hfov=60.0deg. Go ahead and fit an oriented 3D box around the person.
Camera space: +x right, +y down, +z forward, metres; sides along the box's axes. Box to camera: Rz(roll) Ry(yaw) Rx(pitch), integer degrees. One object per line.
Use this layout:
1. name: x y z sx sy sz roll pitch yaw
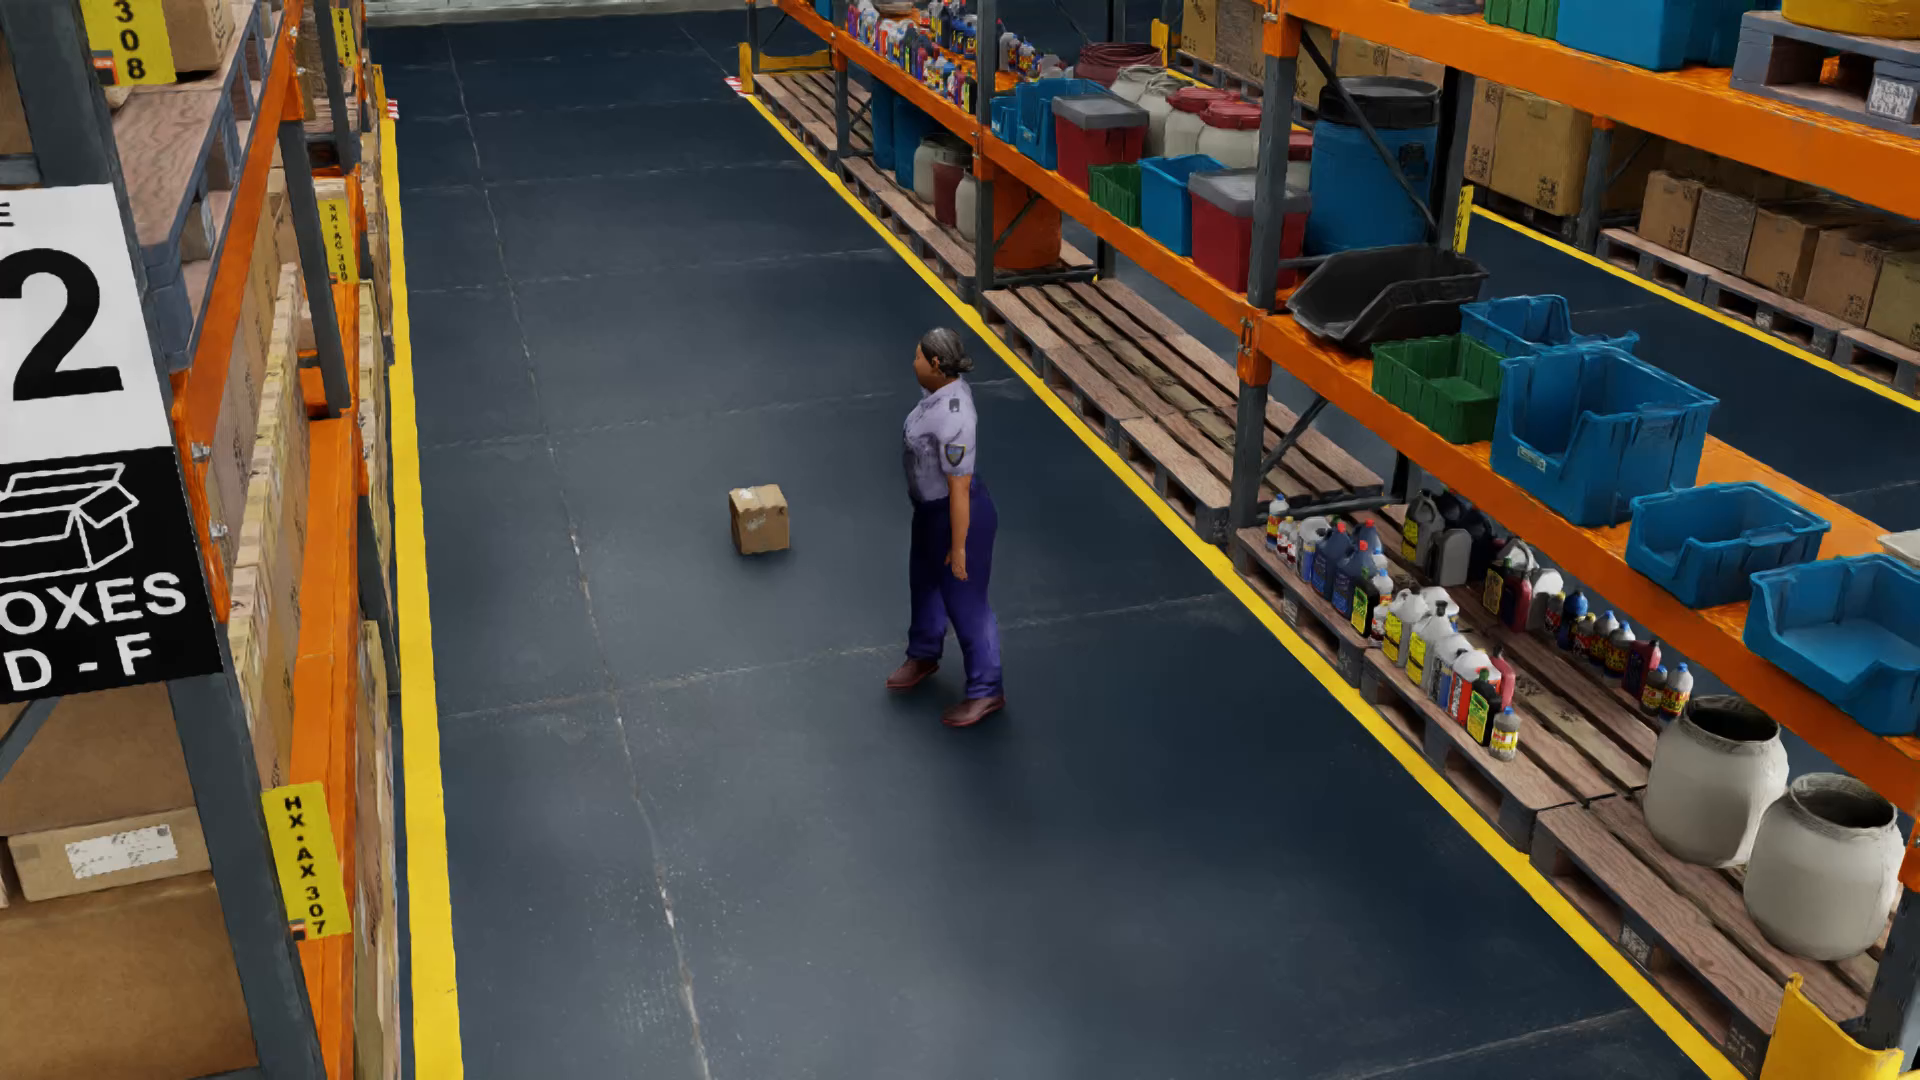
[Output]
1. person: -0.070 -0.074 6.746 0.485 1.658 0.559 -4 27 -8
